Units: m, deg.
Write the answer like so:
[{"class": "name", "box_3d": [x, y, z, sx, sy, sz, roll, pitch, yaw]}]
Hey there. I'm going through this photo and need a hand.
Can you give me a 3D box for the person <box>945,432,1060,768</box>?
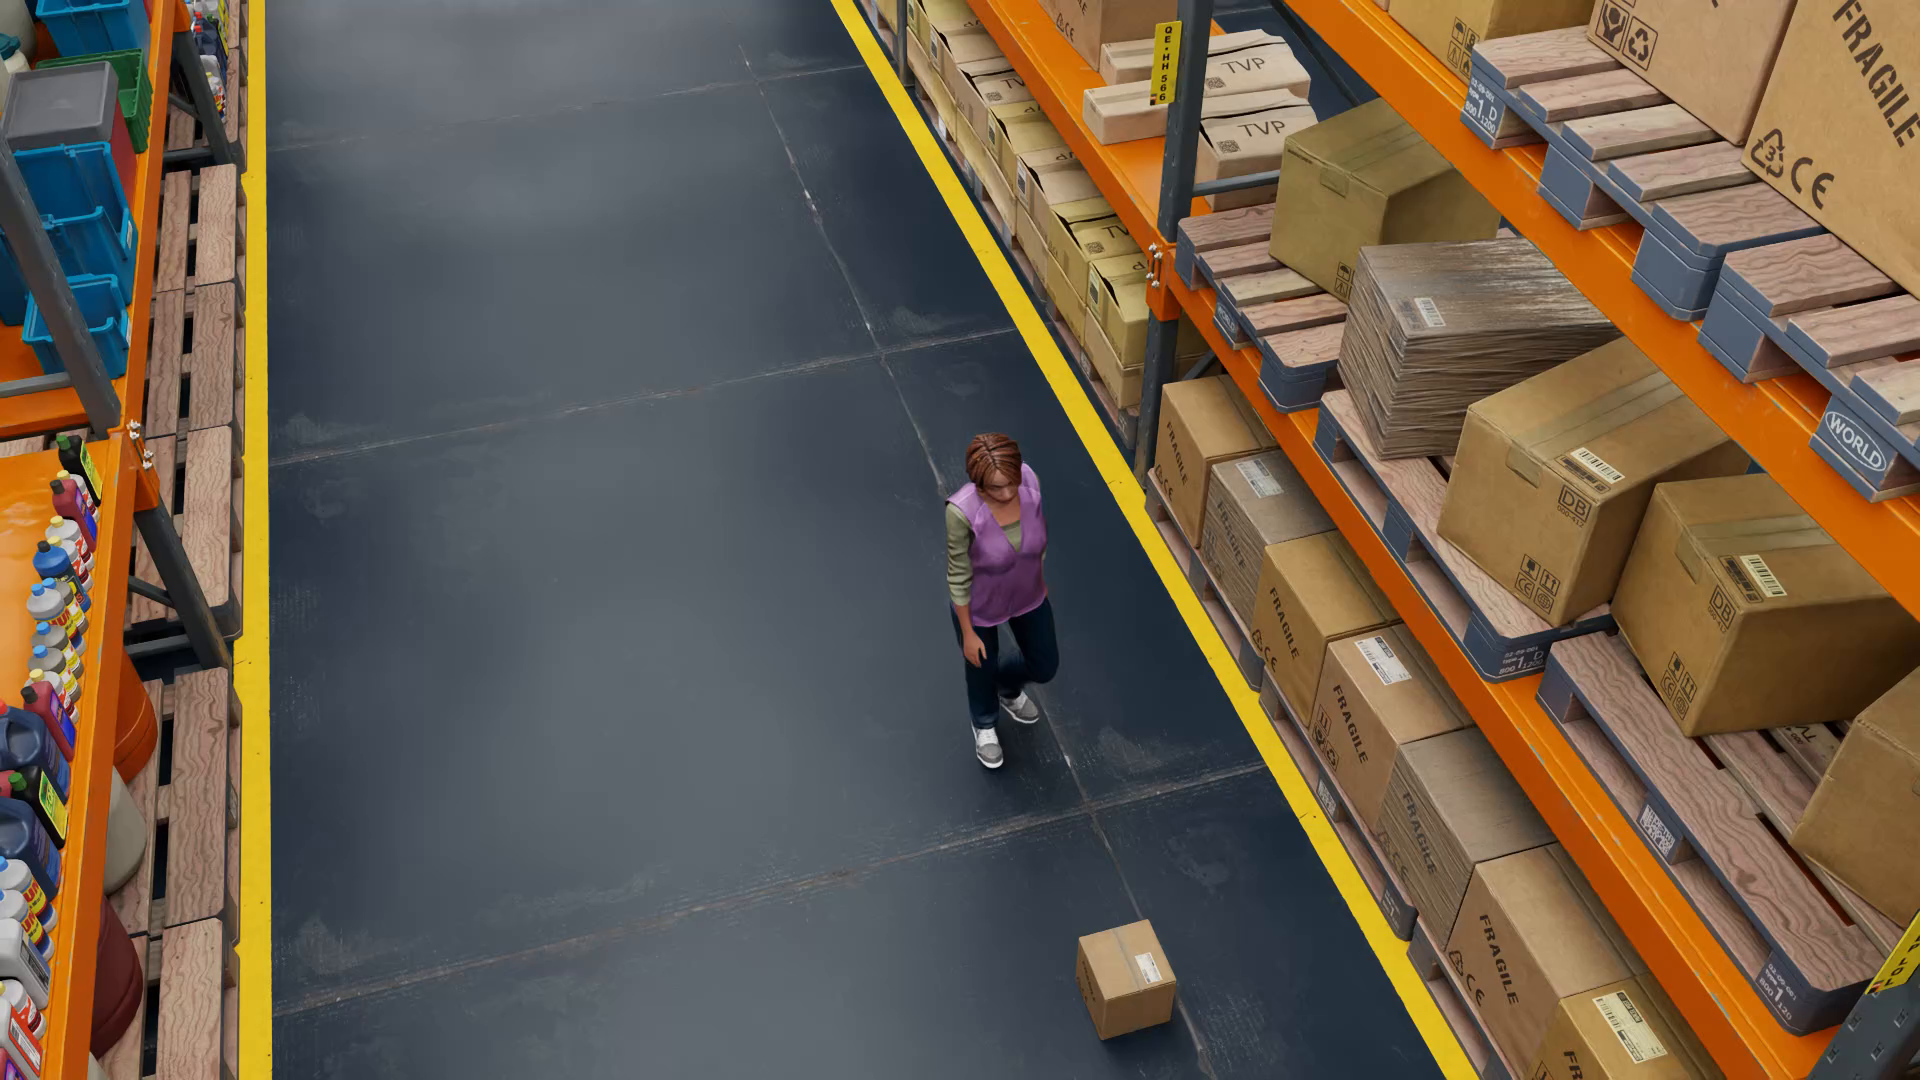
[{"class": "person", "box_3d": [0.130, 0.207, 5.913, 0.429, 1.587, 0.408, -17, 45, -17]}]
